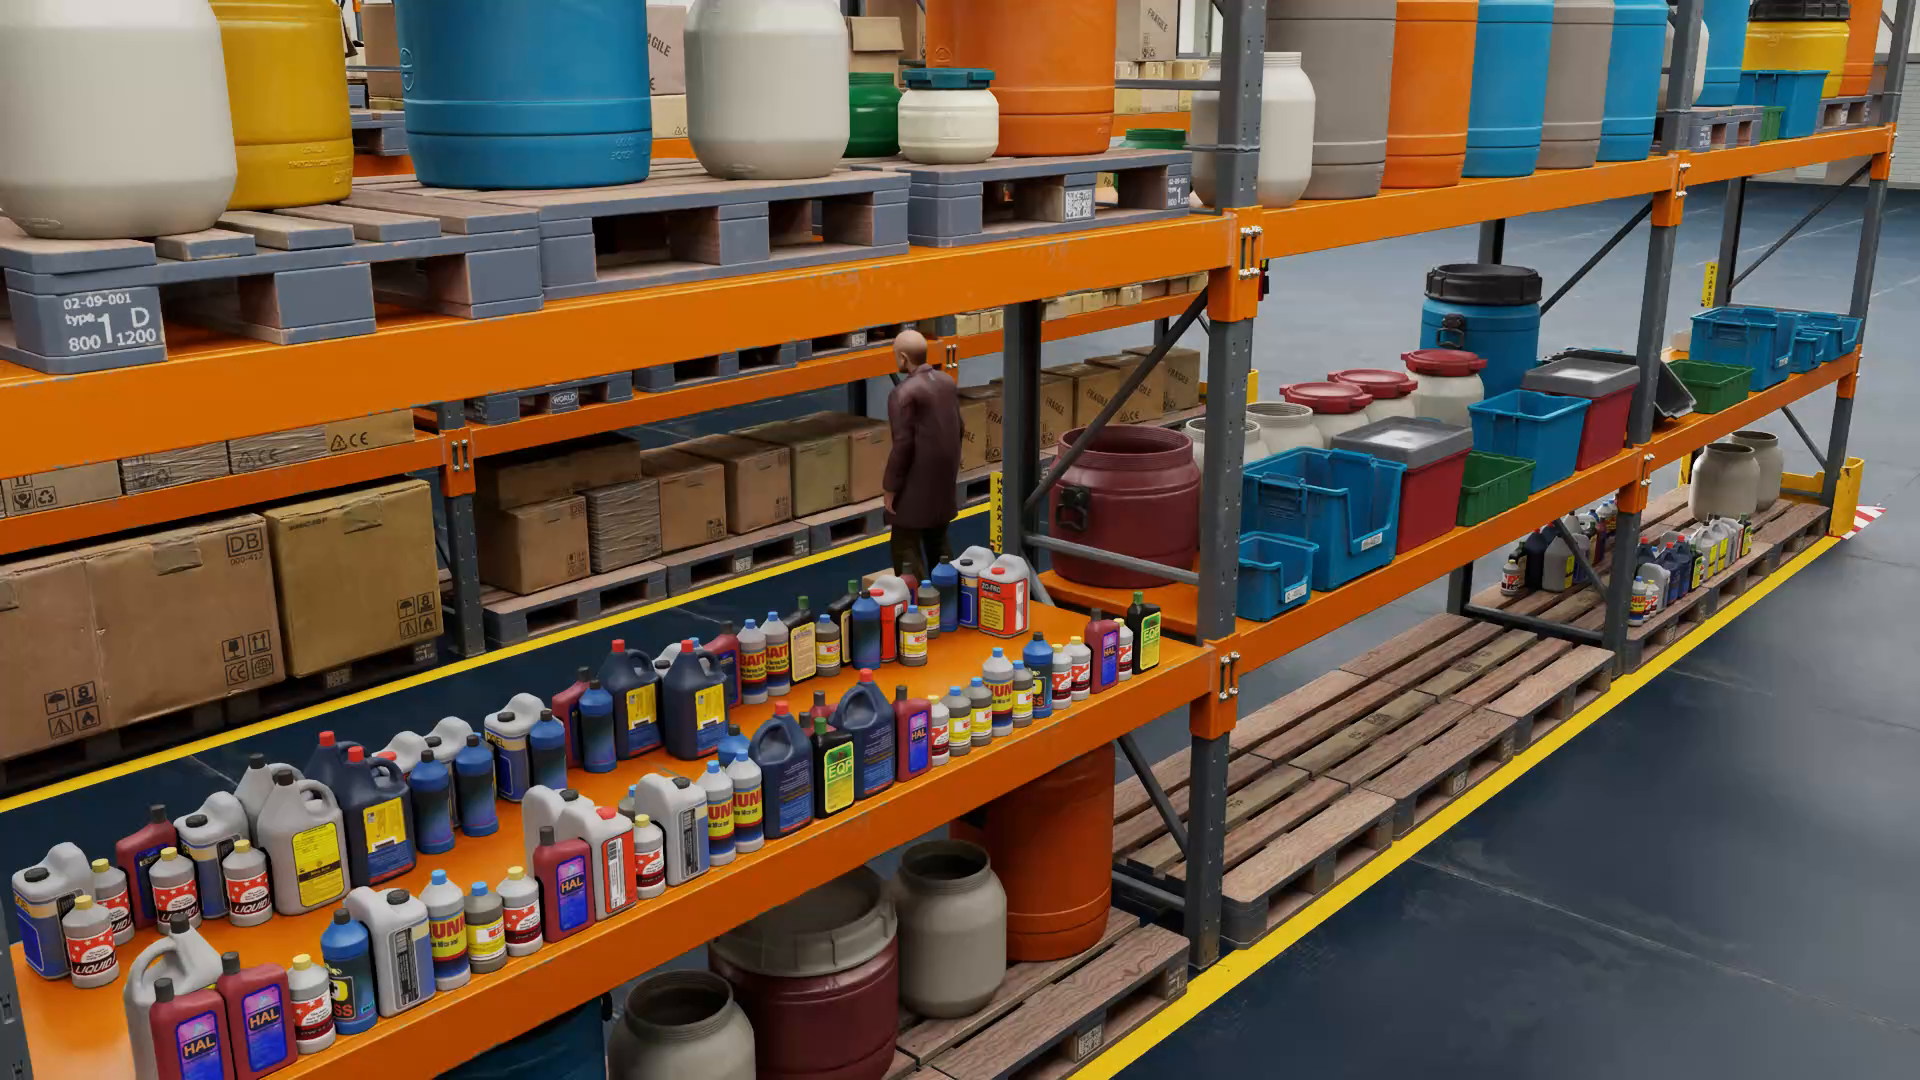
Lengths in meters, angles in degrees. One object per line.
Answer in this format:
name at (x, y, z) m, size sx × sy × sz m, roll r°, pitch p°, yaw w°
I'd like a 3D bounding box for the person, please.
person at (-0.230, -0.343, 9.714) m, size 0.429 × 1.772 × 0.644 m, roll 13°, pitch 21°, yaw 37°
